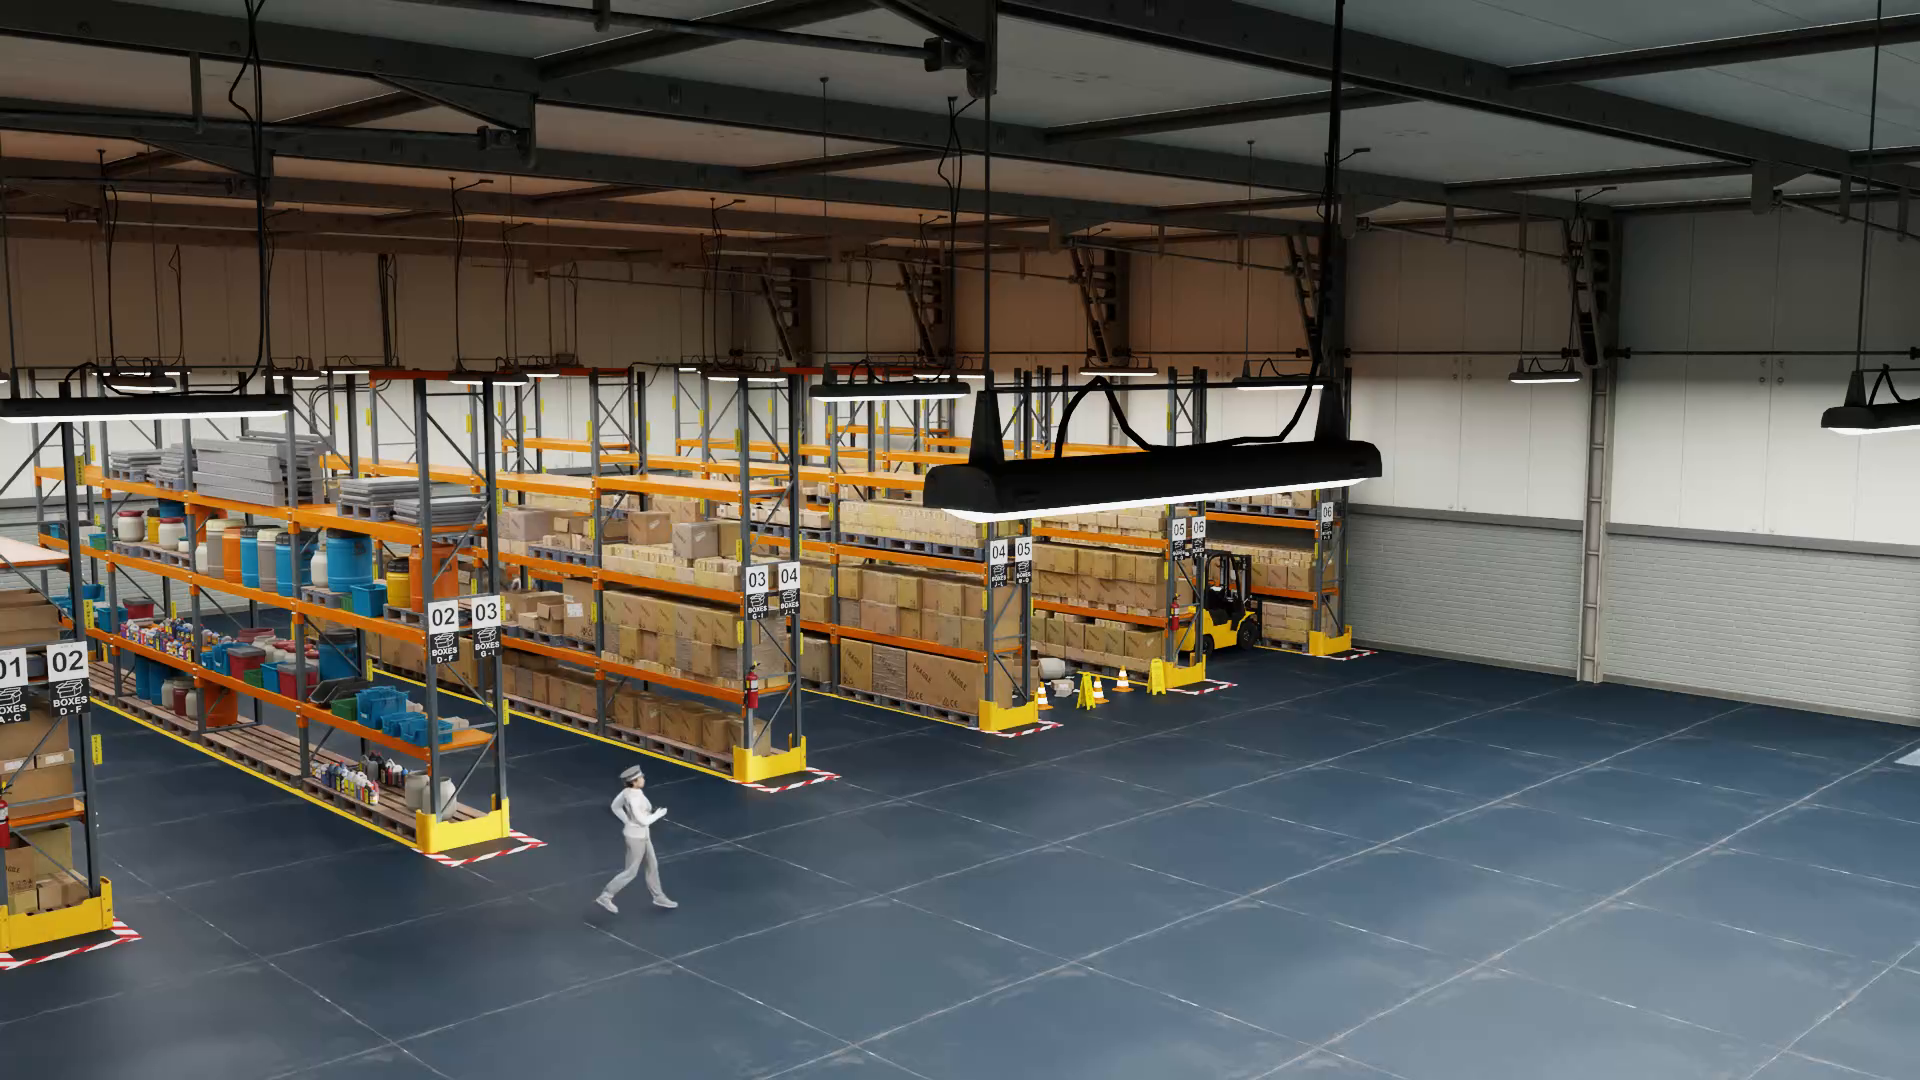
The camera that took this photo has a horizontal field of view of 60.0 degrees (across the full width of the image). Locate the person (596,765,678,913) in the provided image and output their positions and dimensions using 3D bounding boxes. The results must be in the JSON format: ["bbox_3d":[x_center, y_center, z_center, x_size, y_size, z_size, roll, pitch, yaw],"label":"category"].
[{"bbox_3d":[-3.645,3.361,18.699,0.924,1.696,0.604,-2,7,-17],"label":"person"}]

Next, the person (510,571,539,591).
[{"bbox_3d":[-9.471,1.417,36.272,0.543,1.722,0.808,-5,8,-38],"label":"person"}]
